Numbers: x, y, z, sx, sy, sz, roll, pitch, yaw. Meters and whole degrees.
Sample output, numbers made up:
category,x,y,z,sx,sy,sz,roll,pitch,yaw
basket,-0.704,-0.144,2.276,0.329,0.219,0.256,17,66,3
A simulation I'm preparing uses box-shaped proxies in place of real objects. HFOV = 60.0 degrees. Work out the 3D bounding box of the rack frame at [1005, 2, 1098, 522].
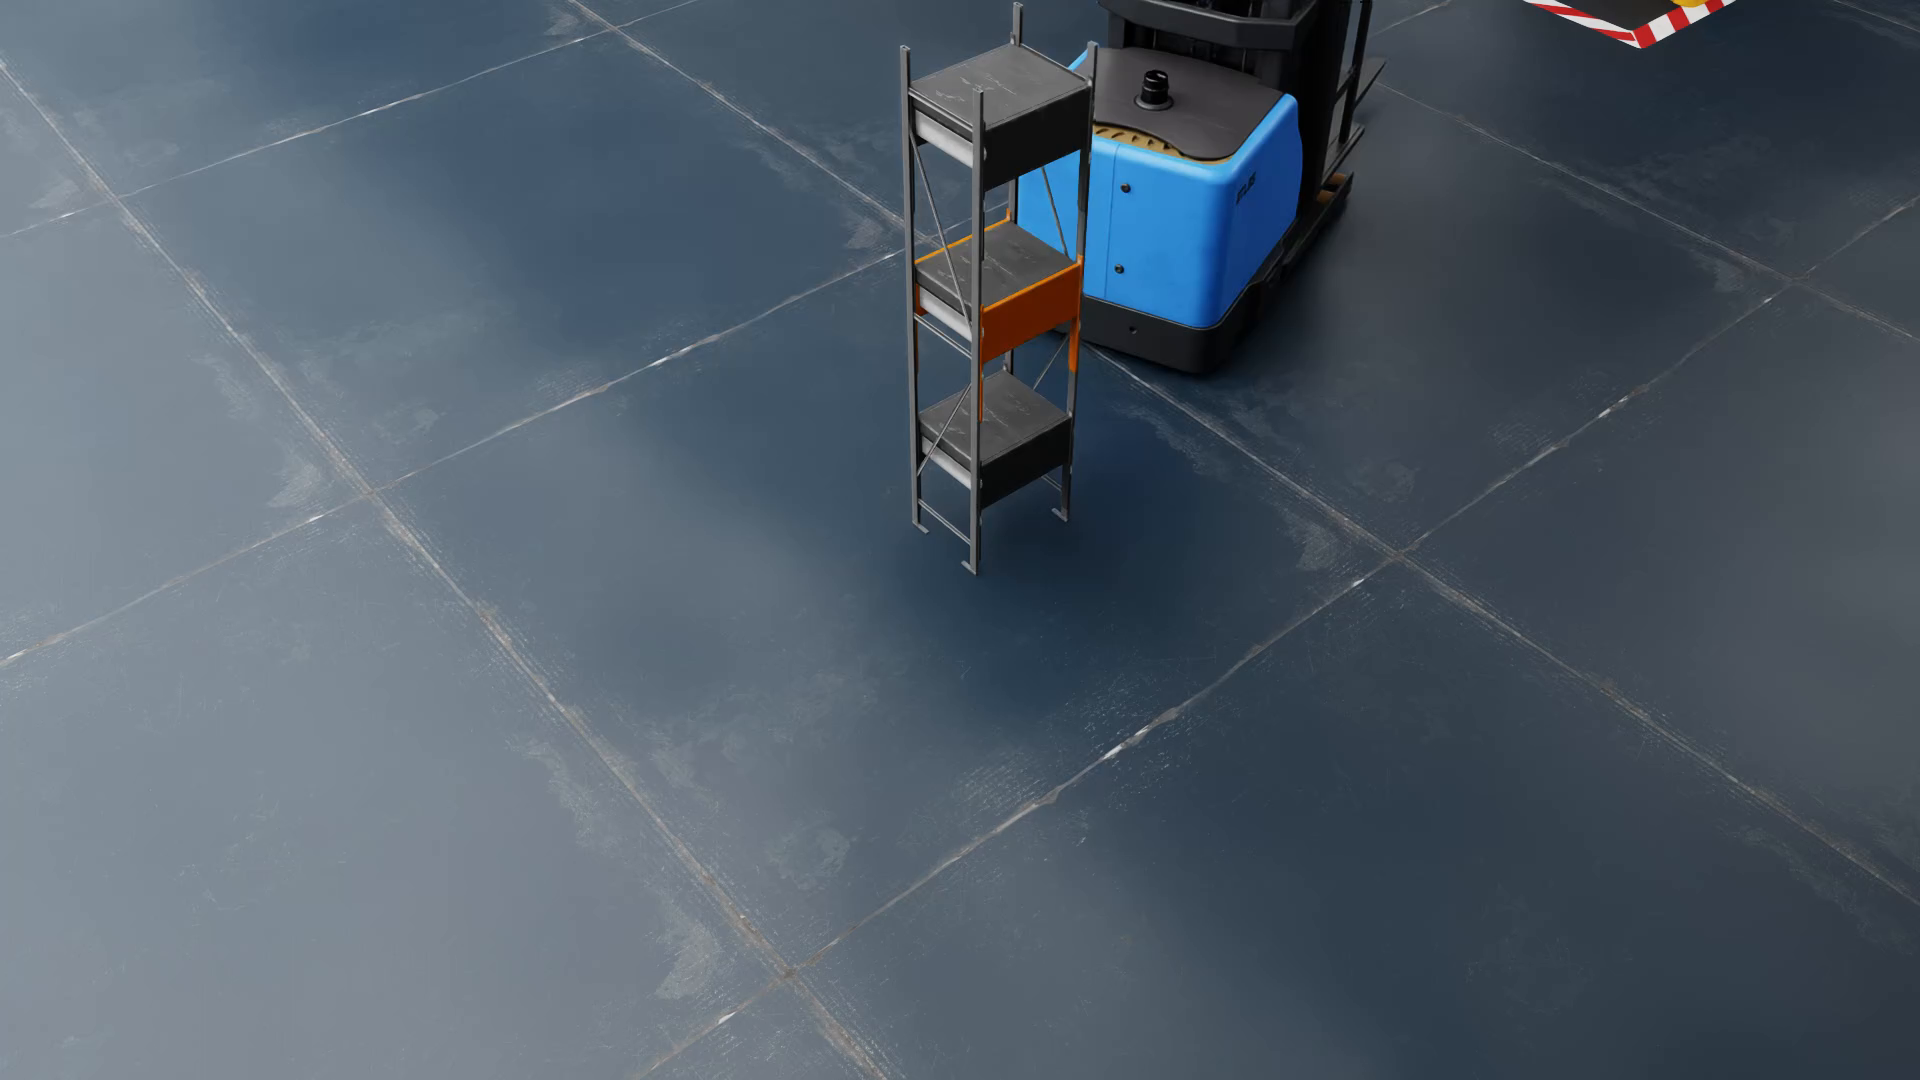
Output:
category,x,y,z,sx,sy,sz,roll,pitch,yaw
rack frame,0.314,-0.945,6.223,0.015,2.100,0.400,-30,51,-28

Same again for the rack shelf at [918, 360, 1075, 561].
category,x,y,z,sx,sy,sz,roll,pitch,yaw
rack shelf,0.127,-0.318,6.597,0.480,0.518,0.431,-30,51,-28

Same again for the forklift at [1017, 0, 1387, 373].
category,x,y,z,sx,sy,sz,roll,pitch,yaw
forklift,1.368,-2.817,7.608,1.130,2.935,3.031,20,47,20

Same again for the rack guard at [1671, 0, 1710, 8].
category,x,y,z,sx,sy,sz,roll,pitch,yaw
rack guard,4.252,-3.825,10.458,0.348,0.500,1.175,-30,51,-28

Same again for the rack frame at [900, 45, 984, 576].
category,x,y,z,sx,sy,sz,roll,pitch,yaw
rack frame,-0.060,-0.731,5.994,0.015,2.100,0.400,-30,51,-28

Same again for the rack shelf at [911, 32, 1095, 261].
category,x,y,z,sx,sy,sz,roll,pitch,yaw
rack shelf,0.127,-1.338,5.639,0.480,0.518,0.431,-30,51,-28

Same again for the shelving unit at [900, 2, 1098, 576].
category,x,y,z,sx,sy,sz,roll,pitch,yaw
shelving unit,0.127,-0.838,6.109,0.503,2.100,0.431,-30,51,-28

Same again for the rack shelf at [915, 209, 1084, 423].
category,x,y,z,sx,sy,sz,roll,pitch,yaw
rack shelf,0.127,-0.828,6.118,0.480,0.518,0.431,-30,51,-28
